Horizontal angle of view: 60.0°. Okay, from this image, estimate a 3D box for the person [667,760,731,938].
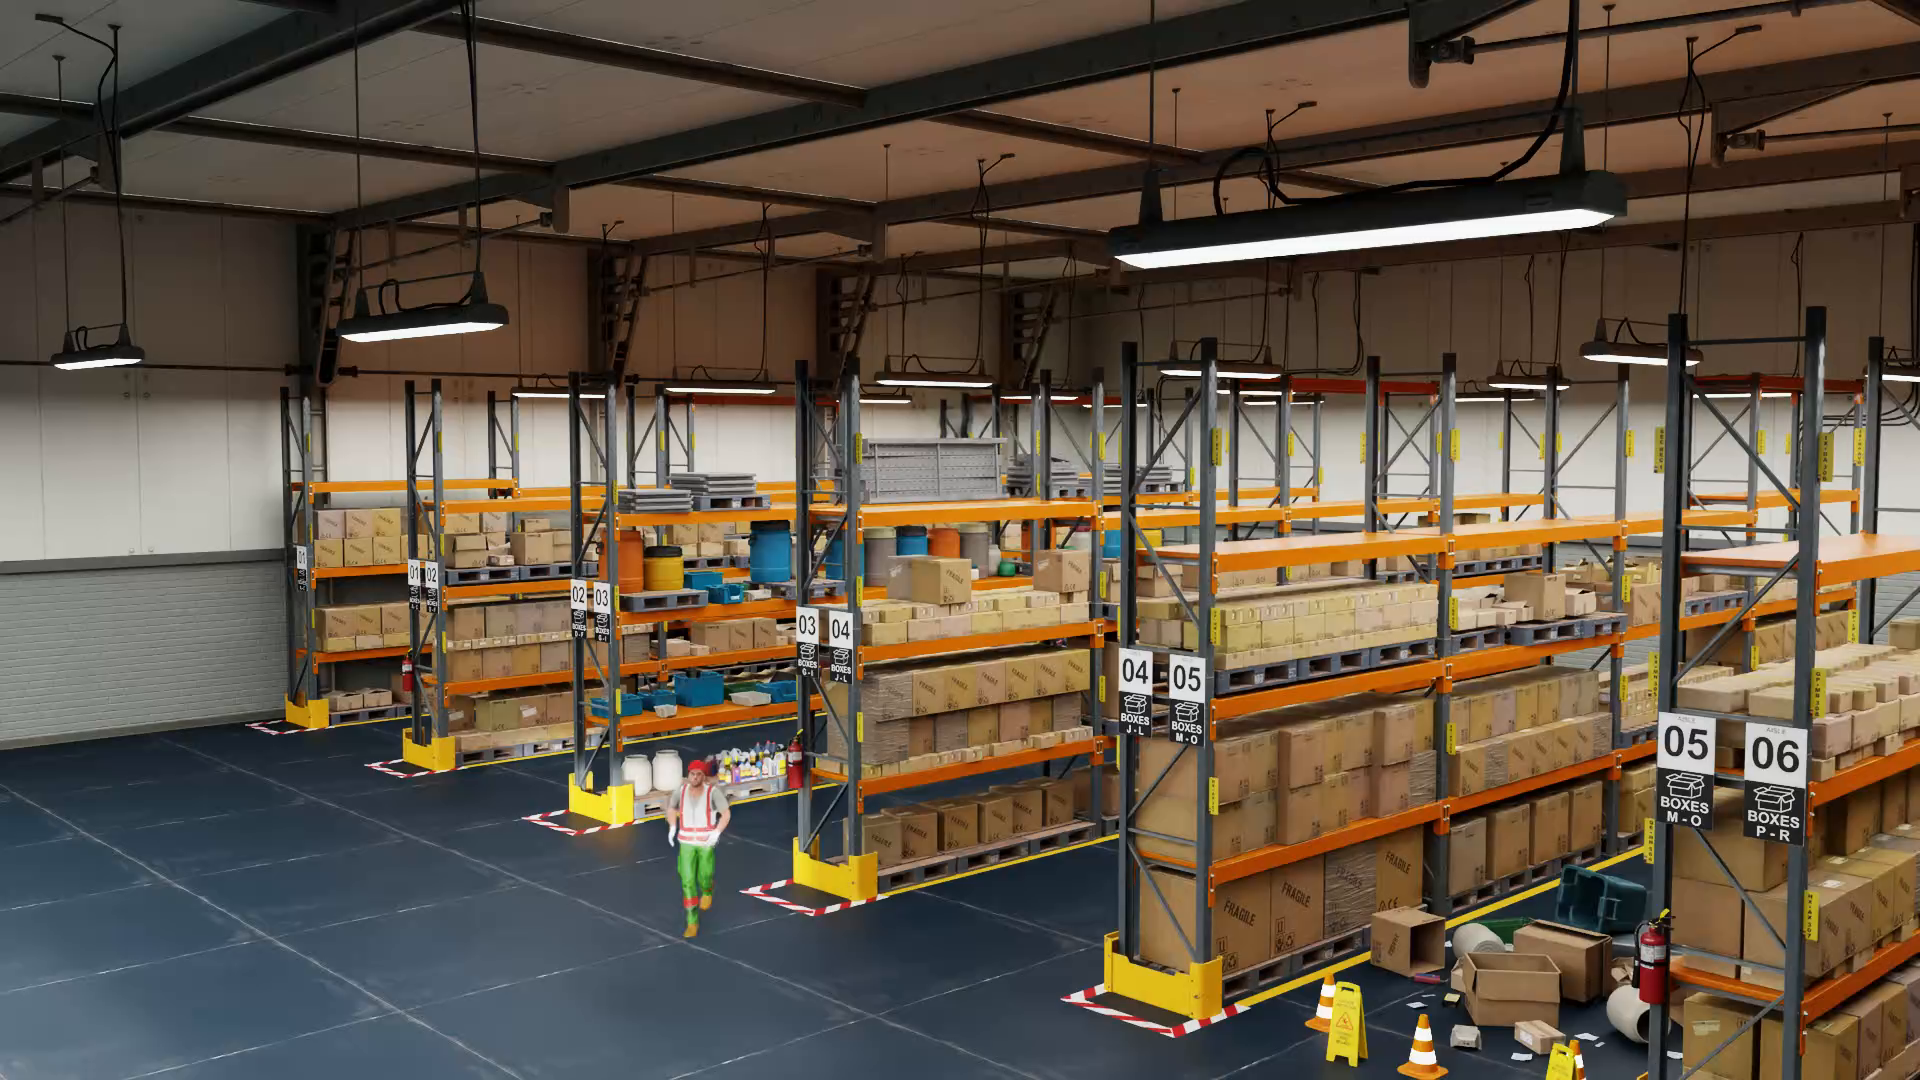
[{"bbox_3d":[-2.743,3.177,17.432,0.680,1.787,0.884,0,4,0],"label":"person"}]

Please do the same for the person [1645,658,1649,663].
[{"bbox_3d":[11.096,2.664,26.370,0.799,1.661,0.676,-2,4,-33],"label":"person"}]
